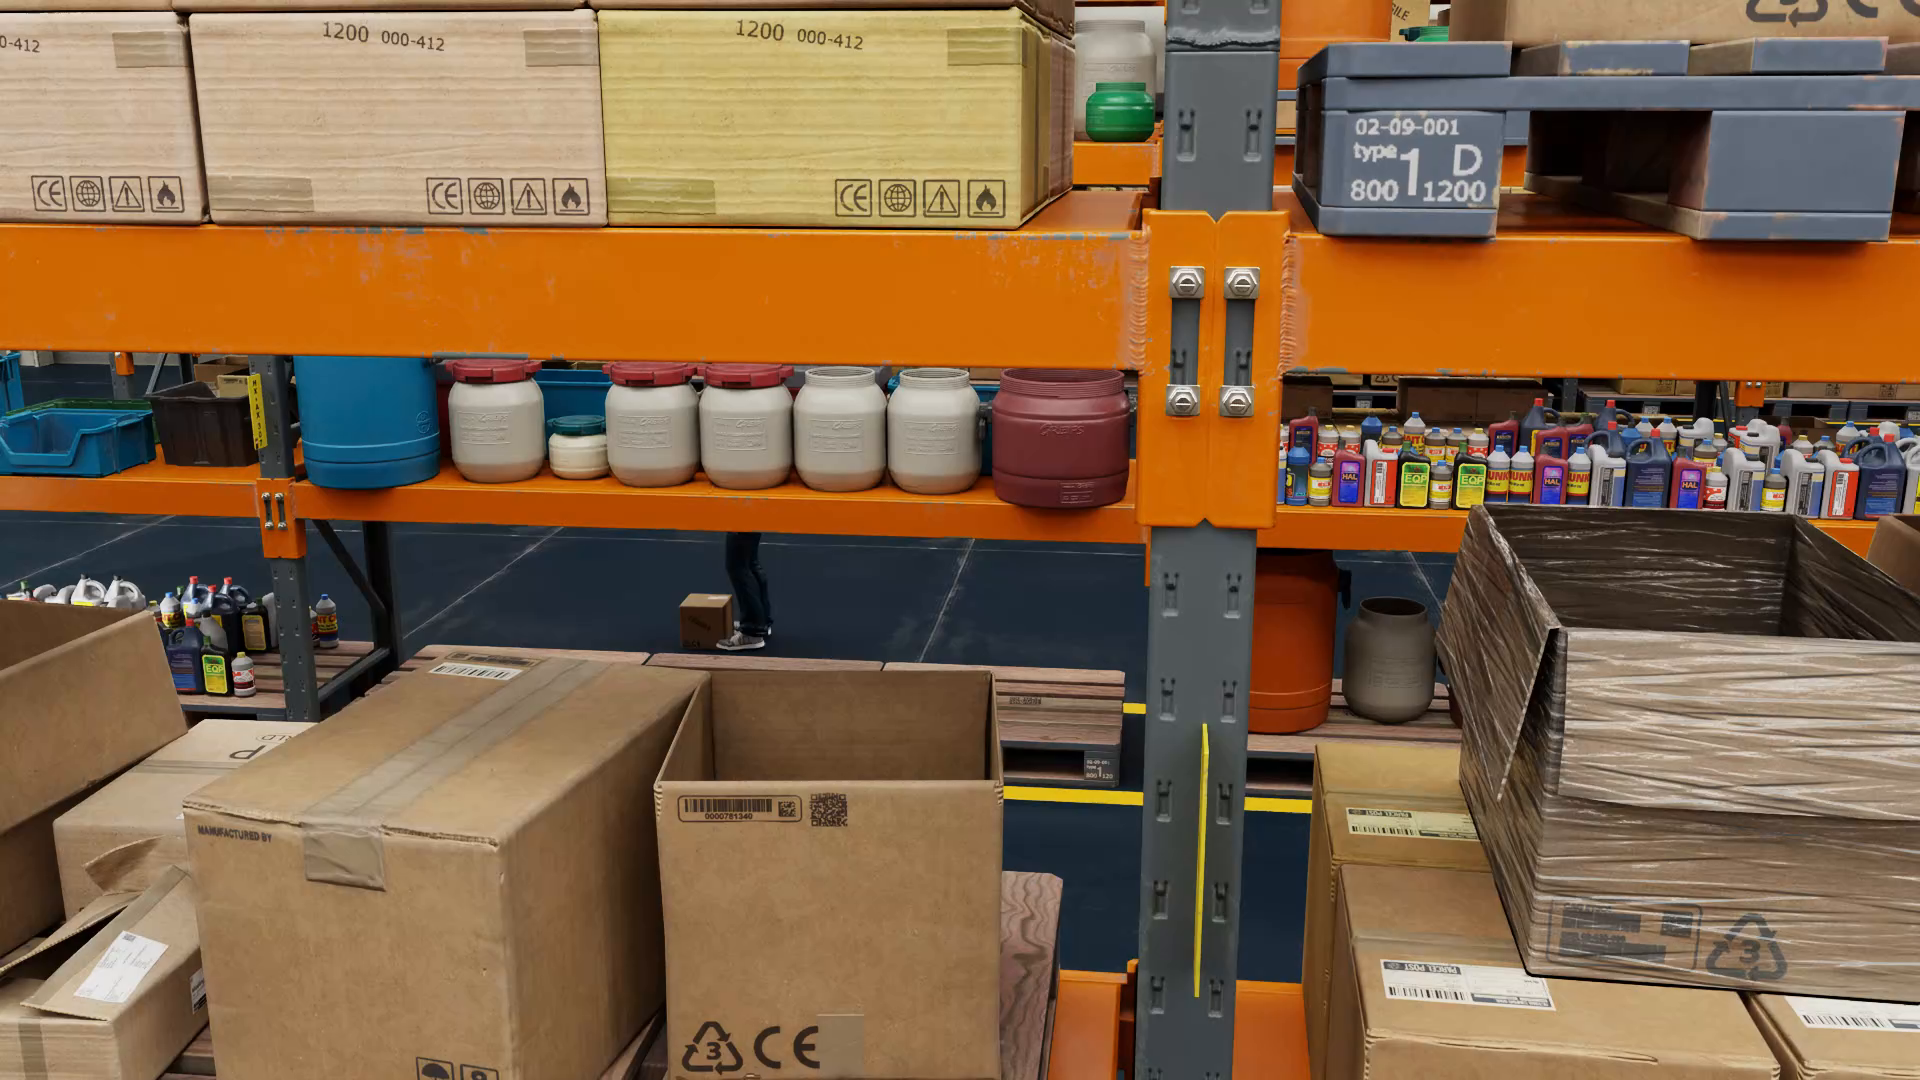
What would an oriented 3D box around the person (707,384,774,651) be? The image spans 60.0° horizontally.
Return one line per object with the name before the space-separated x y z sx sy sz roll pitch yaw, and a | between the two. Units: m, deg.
person | -1.196 -0.183 9.241 0.345 1.591 0.477 1 15 3
